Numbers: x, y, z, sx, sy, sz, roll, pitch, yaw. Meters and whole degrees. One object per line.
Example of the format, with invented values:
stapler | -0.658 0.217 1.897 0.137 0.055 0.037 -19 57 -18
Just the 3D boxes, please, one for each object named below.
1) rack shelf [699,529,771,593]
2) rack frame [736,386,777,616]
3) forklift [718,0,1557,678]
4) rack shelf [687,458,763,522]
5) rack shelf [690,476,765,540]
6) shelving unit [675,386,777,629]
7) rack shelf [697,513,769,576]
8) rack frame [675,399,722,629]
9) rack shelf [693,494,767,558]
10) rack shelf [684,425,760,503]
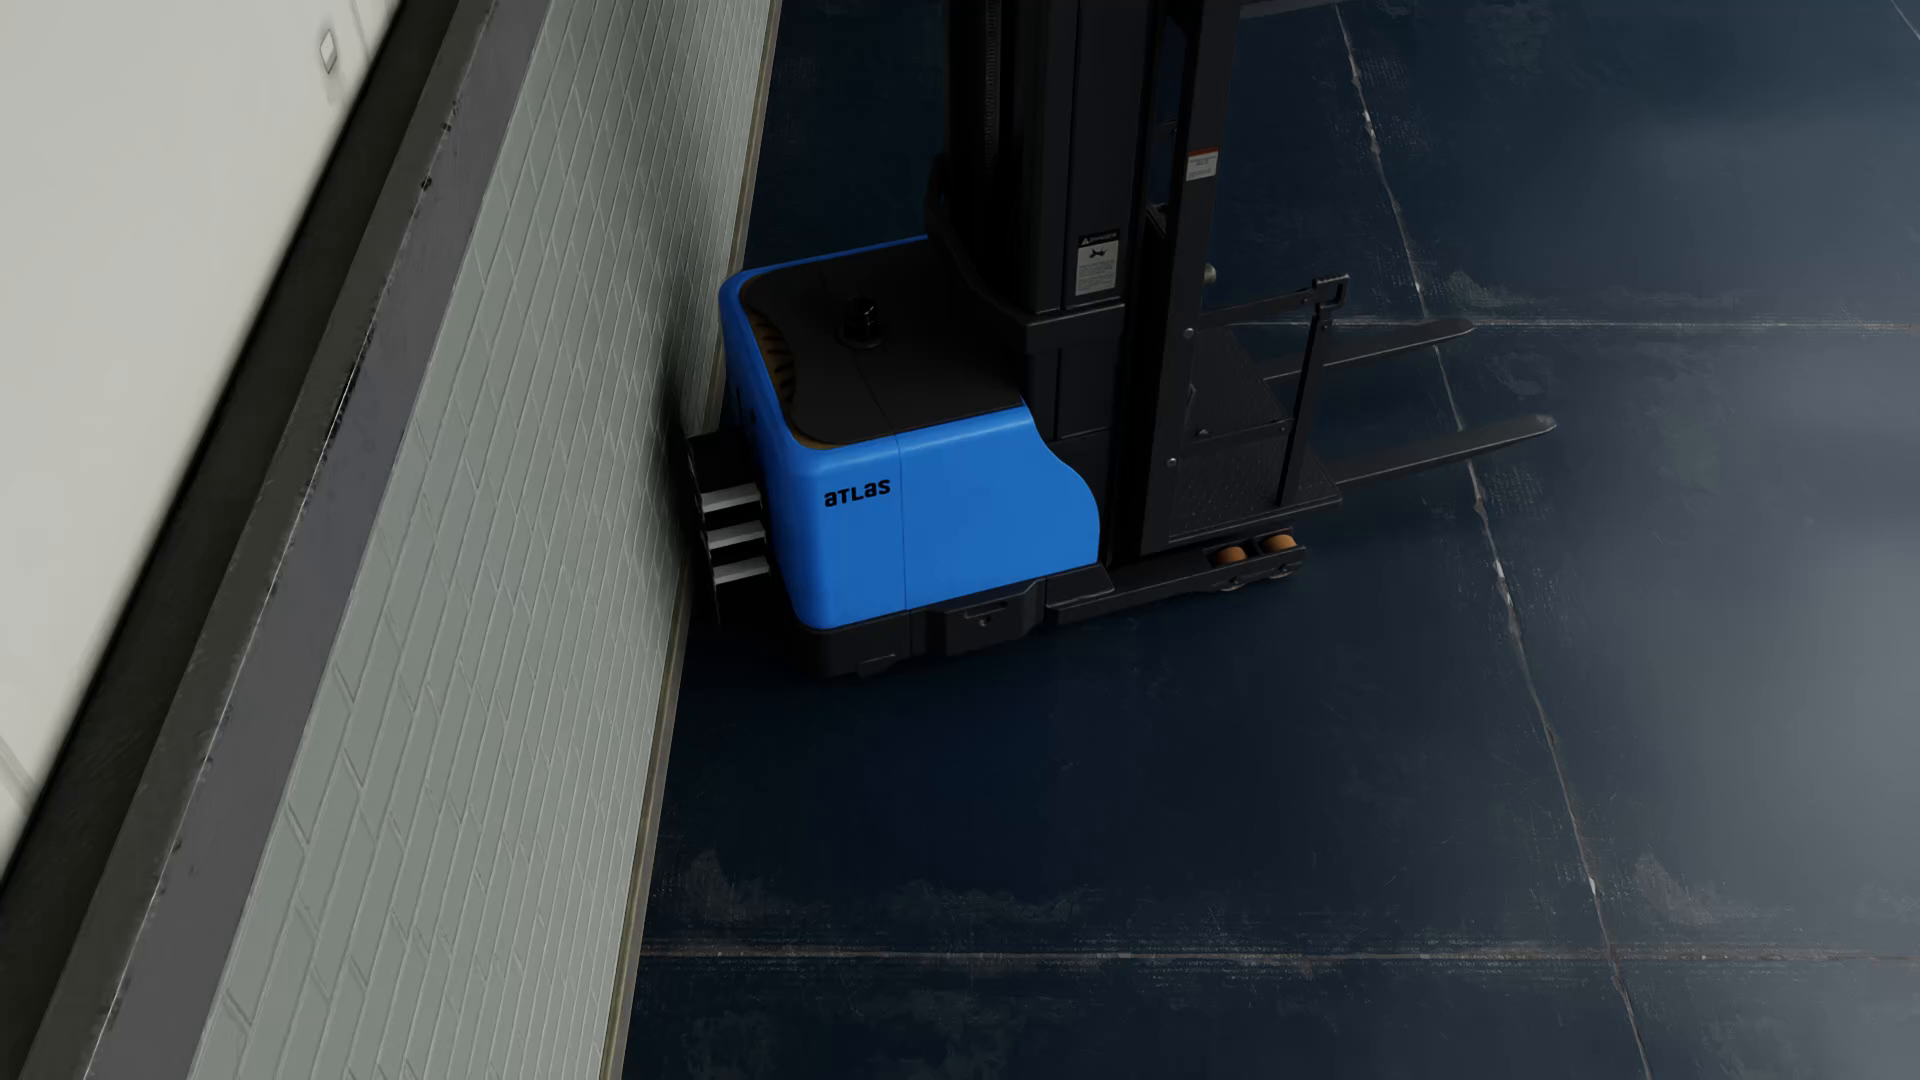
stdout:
rack shelf | -0.797 0.051 5.879 0.200 0.077 0.258 -14 49 -12
rack frame | -0.700 -0.118 5.745 0.006 0.900 0.240 -14 49 -12
forklift | 0.743 -1.168 5.335 3.031 2.935 1.130 -14 49 -12
rack shelf | -0.797 -0.195 5.616 0.200 0.077 0.258 -14 49 -12
rack shelf | -0.797 -0.133 5.682 0.200 0.077 0.258 -14 49 -12
shelving unit | -0.797 -0.095 5.723 0.210 0.900 0.258 -14 49 -12
rack shelf | -0.797 -0.011 5.814 0.200 0.077 0.258 -14 49 -12
rack frame | -0.893 -0.071 5.702 0.006 0.900 0.240 -14 49 -12
rack shelf | -0.797 -0.072 5.748 0.200 0.077 0.258 -14 49 -12
rack shelf | -0.797 -0.256 5.550 0.200 0.077 0.258 -14 49 -12
